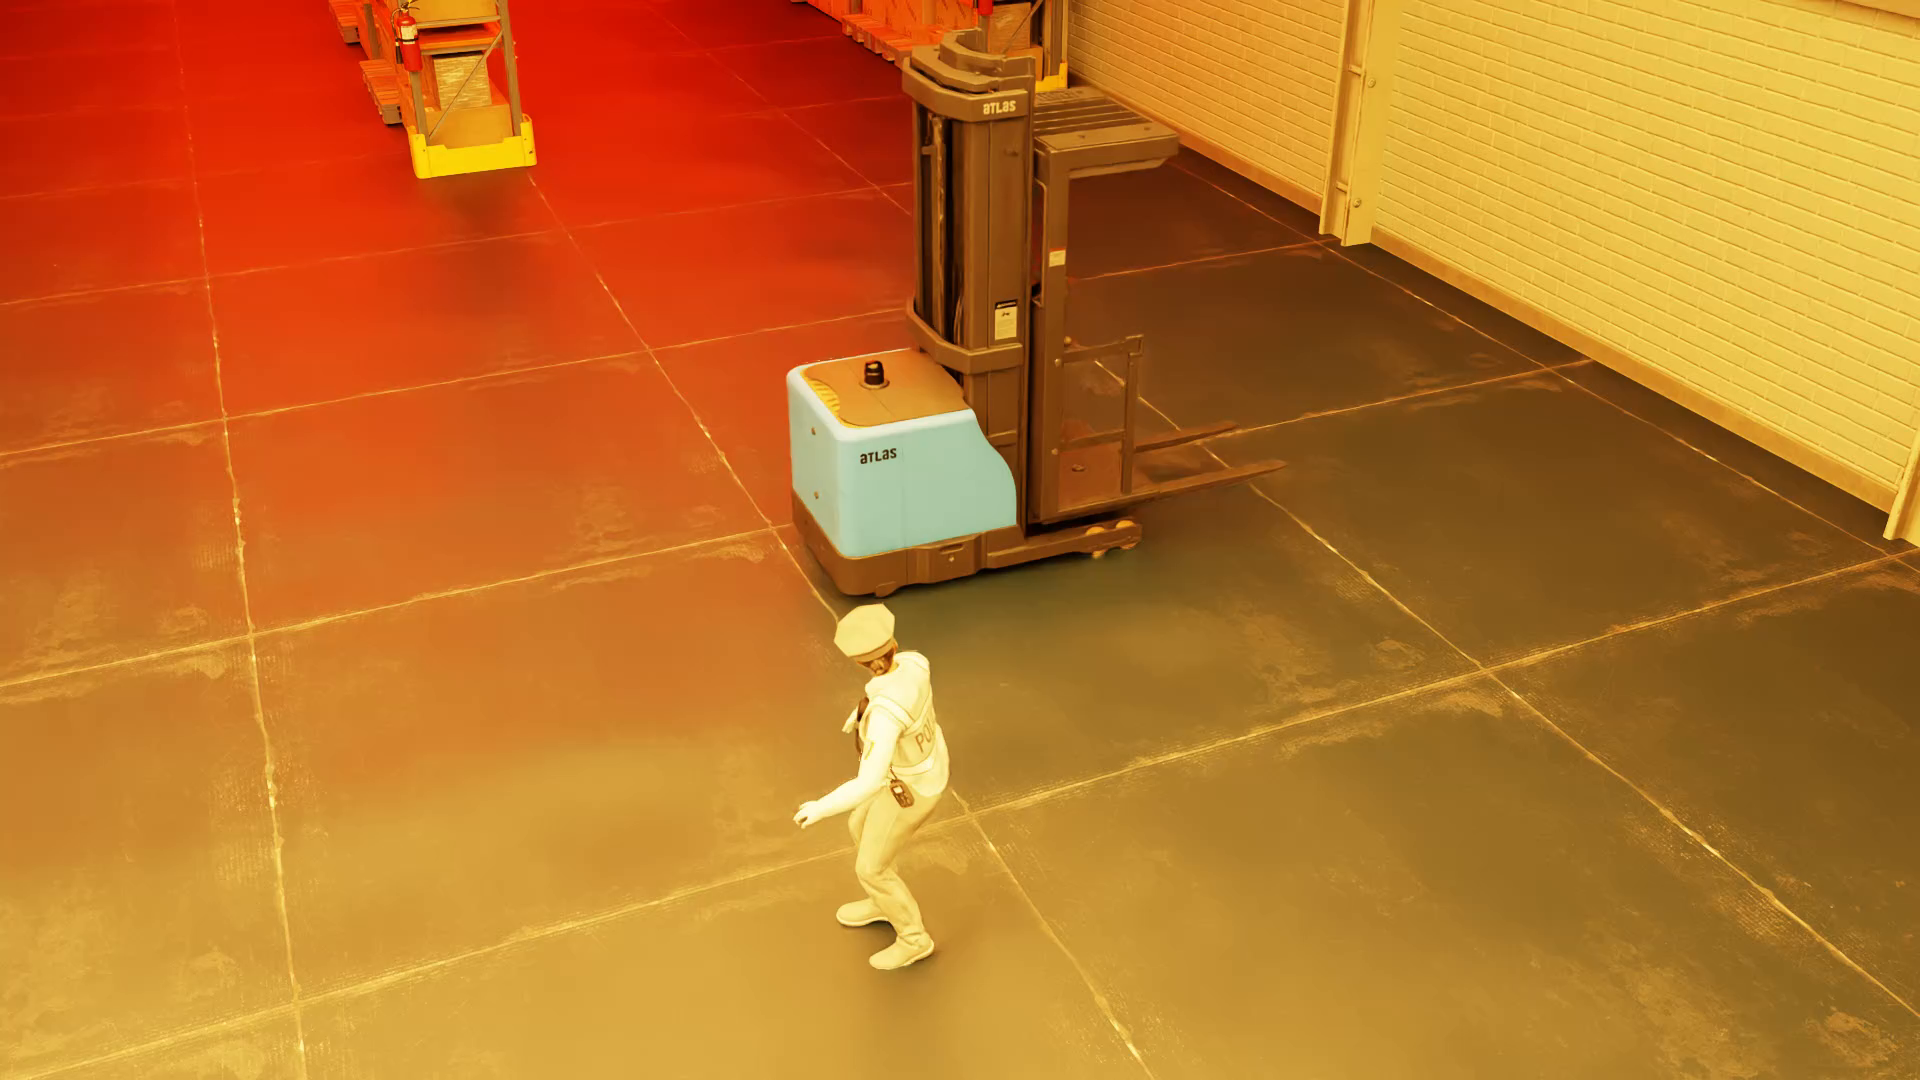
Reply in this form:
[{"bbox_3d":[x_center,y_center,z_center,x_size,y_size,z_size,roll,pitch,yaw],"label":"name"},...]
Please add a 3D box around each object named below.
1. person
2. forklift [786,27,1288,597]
[{"bbox_3d":[-0.343,0.996,6.747,0.593,1.635,0.730,2,30,4],"label":"person"},{"bbox_3d":[0.543,-1.413,9.590,3.031,2.935,1.130,-12,32,-20],"label":"forklift"}]
